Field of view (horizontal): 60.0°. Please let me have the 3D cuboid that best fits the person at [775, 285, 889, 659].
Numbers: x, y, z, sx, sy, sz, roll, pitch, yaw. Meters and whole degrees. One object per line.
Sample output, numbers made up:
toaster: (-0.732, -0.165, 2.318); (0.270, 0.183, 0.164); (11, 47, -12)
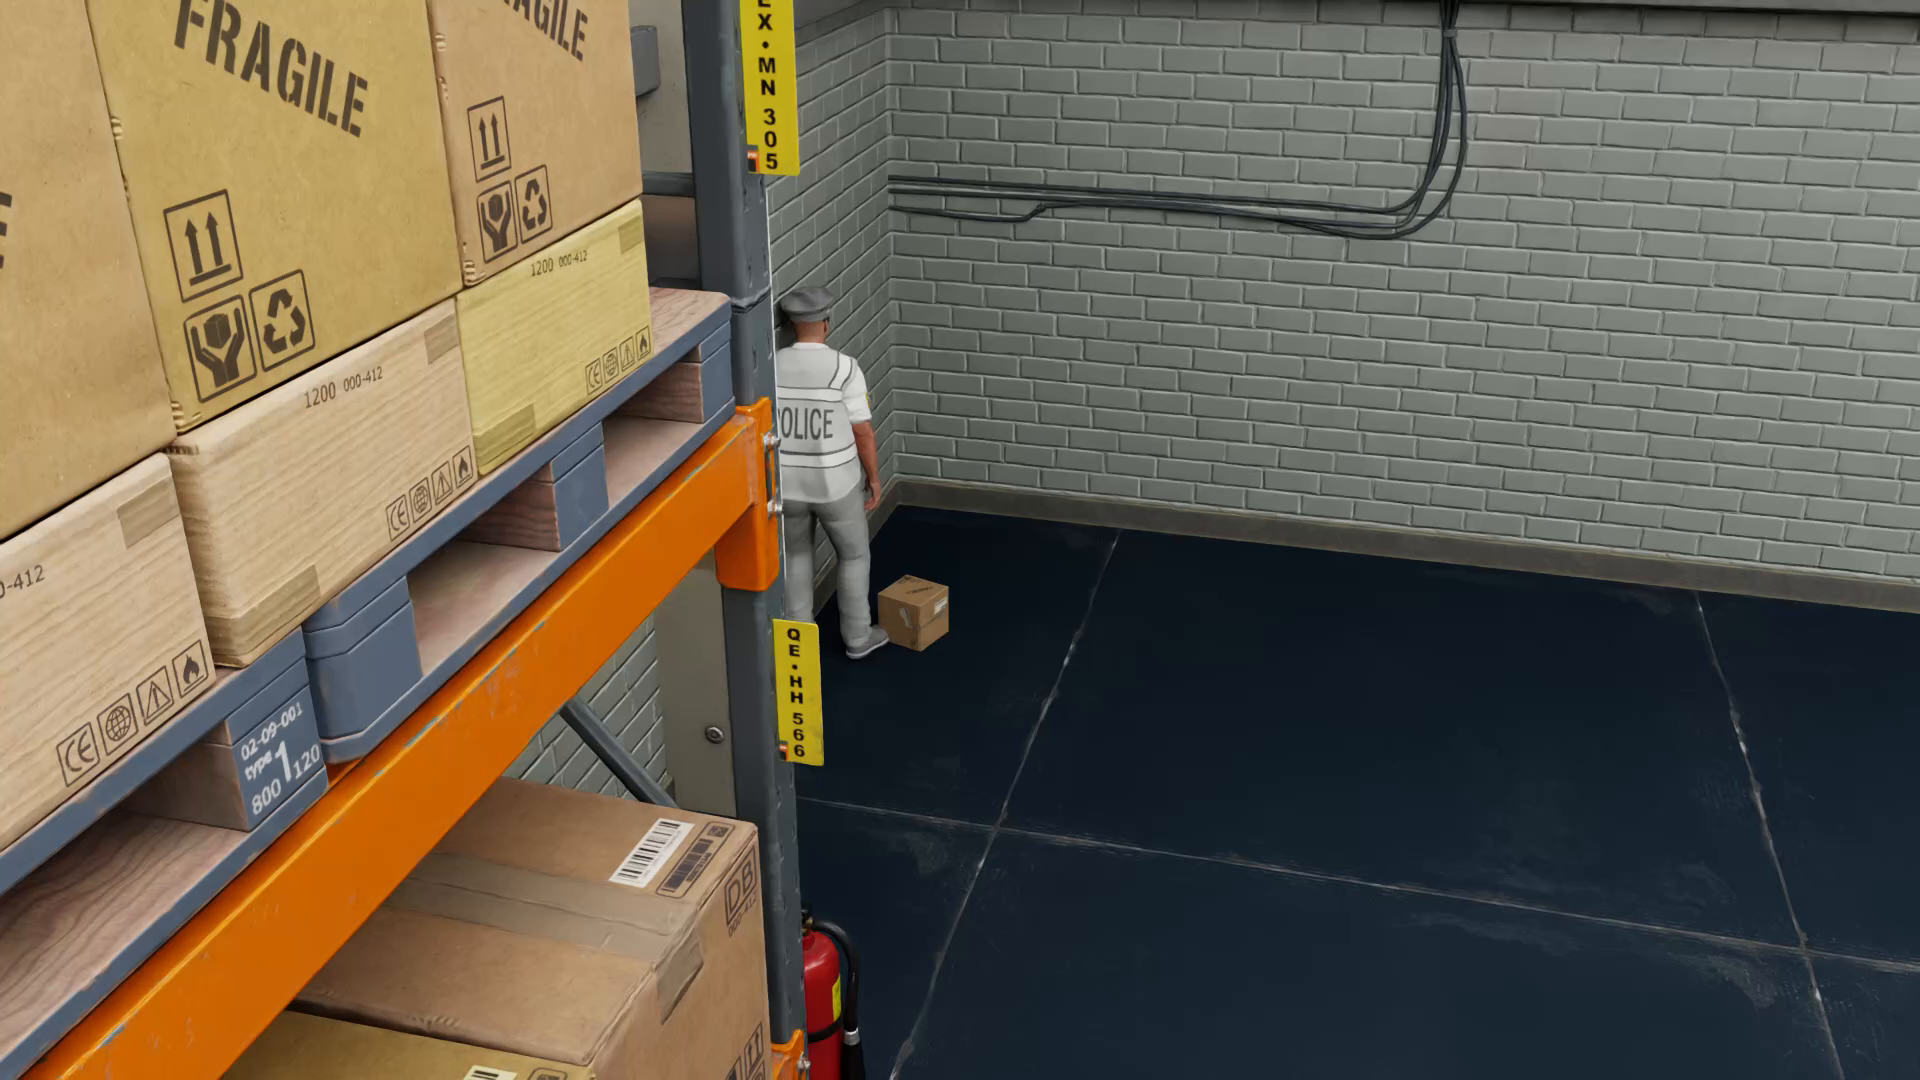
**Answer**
person: (-0.662, -0.275, 7.680); (0.607, 1.751, 0.431); (5, 26, 10)
